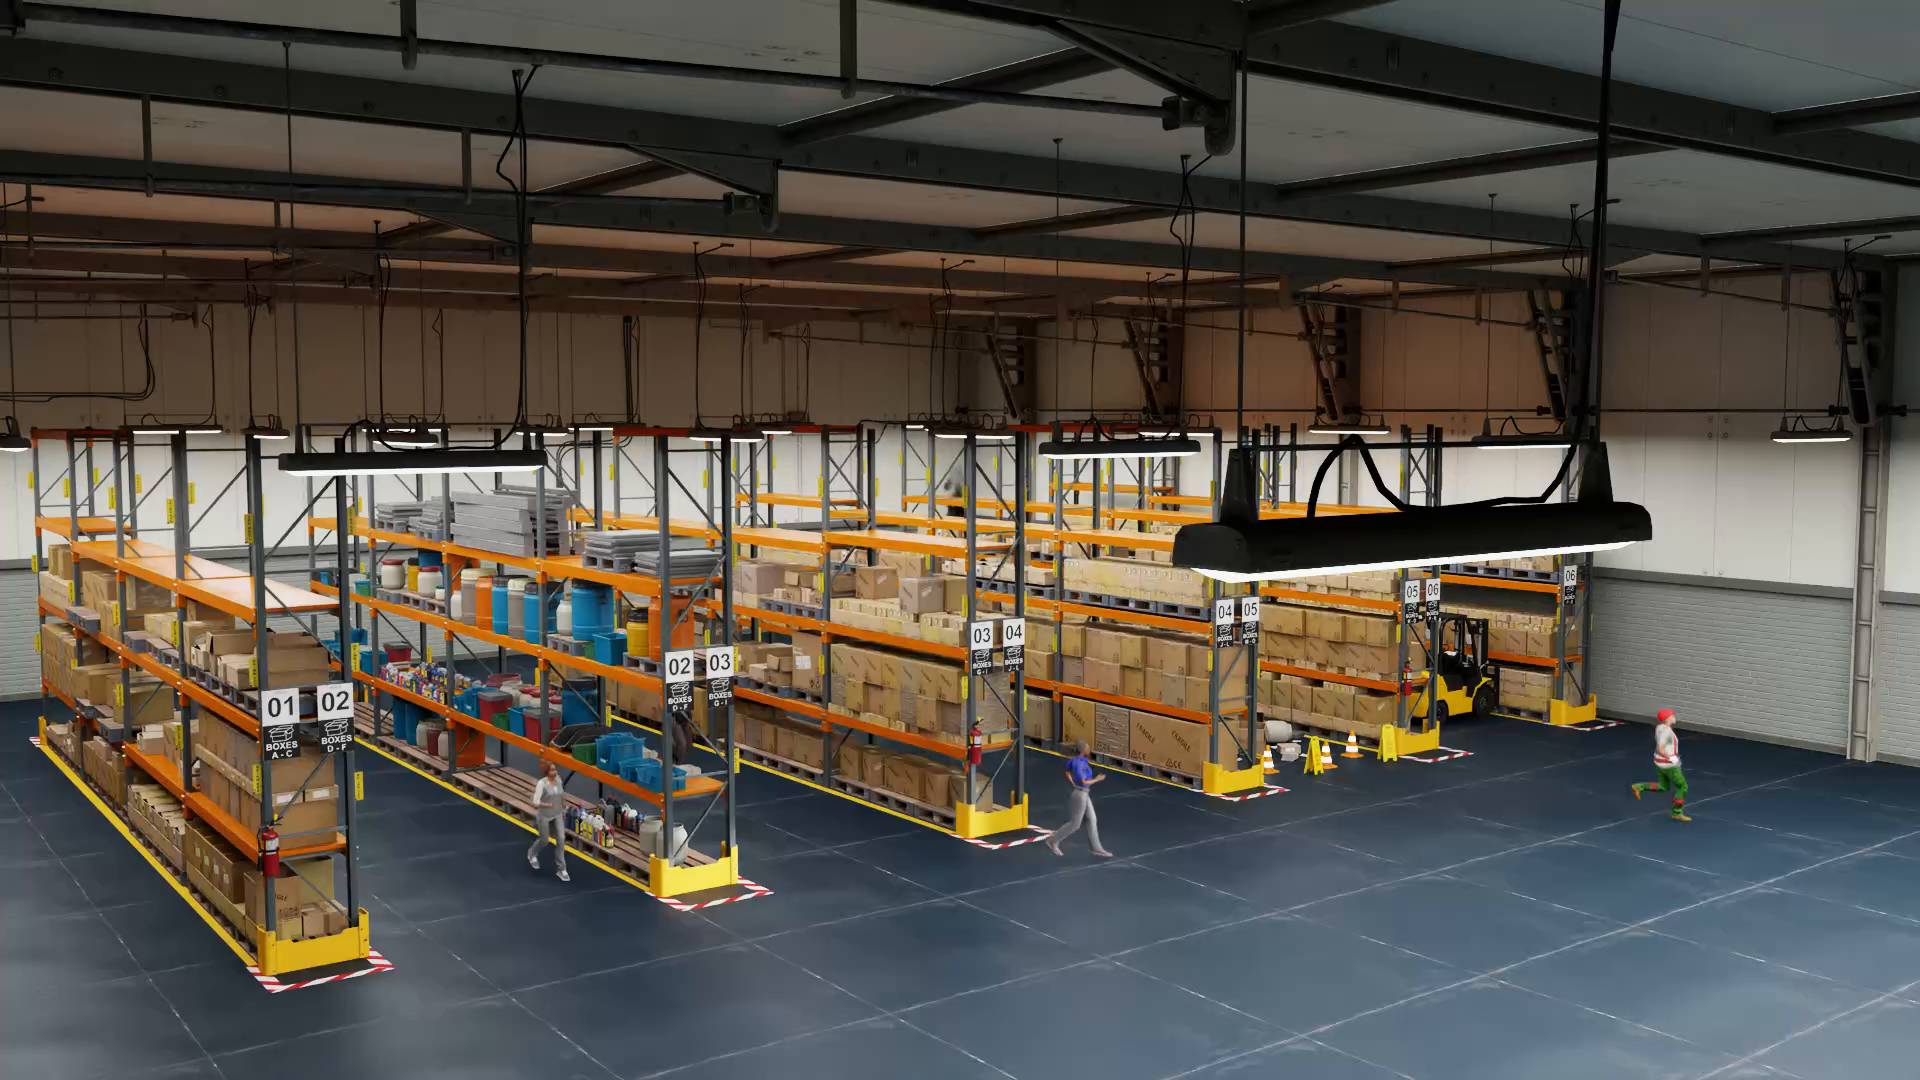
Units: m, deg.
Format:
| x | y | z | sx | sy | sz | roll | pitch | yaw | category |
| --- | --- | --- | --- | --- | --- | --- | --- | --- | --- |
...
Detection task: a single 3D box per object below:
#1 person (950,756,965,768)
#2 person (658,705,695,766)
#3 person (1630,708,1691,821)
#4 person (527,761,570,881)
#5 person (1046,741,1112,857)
| x | y | z | sx | sy | sz | roll | pitch | yaw | category |
| --- | --- | --- | --- | --- | --- | --- | --- | --- | --- |
| 0.093 | 3.139 | 29.548 | 0.638 | 1.826 | 0.782 | -4 | 6 | -39 | person |
| -4.936 | 3.210 | 29.084 | 0.661 | 1.679 | 0.725 | -4 | 6 | -44 | person |
| 10.869 | 3.465 | 25.724 | 0.870 | 1.741 | 0.652 | 1 | 5 | 8 | person |
| -5.571 | 3.758 | 22.495 | 0.514 | 1.595 | 0.882 | -4 | 6 | -43 | person |
| 1.677 | 3.640 | 23.407 | 0.934 | 1.646 | 0.586 | 0 | 4 | 5 | person |
